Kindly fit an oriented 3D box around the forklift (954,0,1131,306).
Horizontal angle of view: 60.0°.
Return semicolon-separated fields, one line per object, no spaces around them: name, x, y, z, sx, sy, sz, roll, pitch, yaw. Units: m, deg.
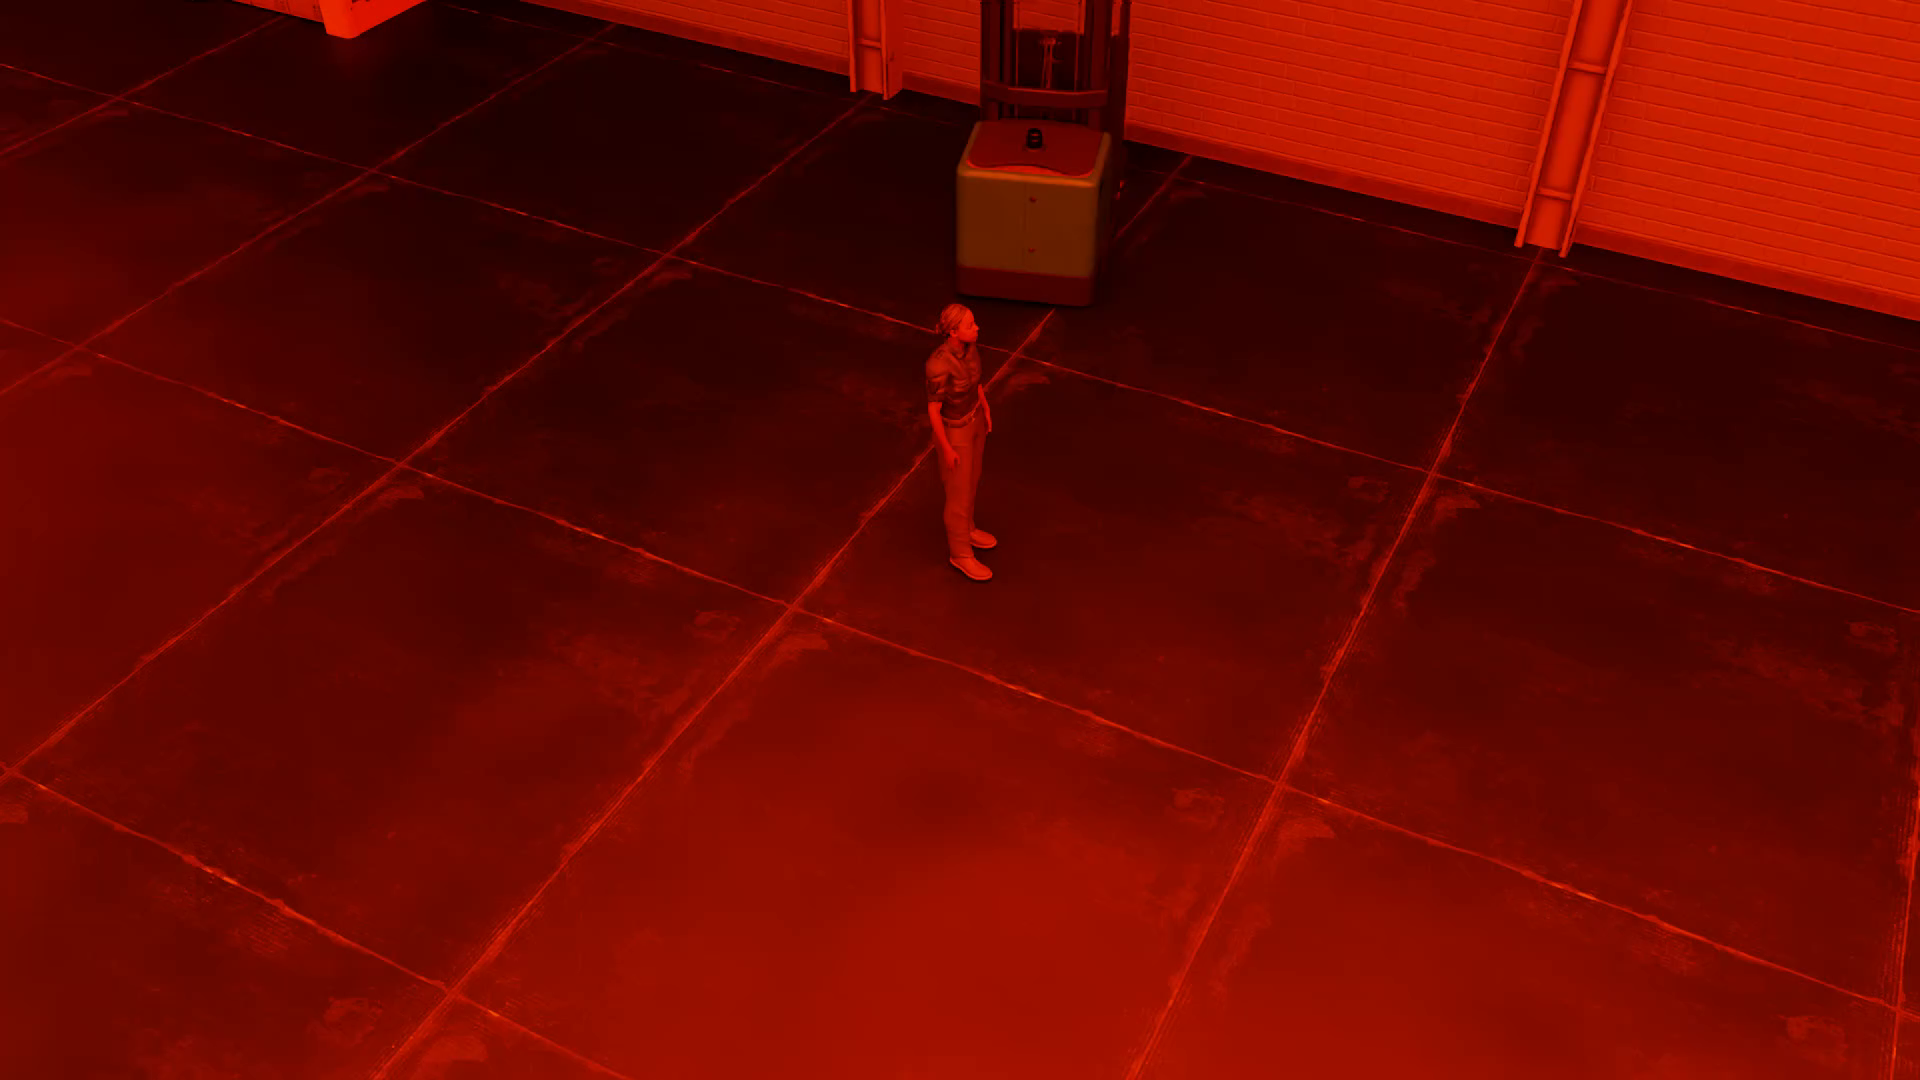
forklift;0.742;-3.787;12.482;1.130;2.935;3.031;7;41;8

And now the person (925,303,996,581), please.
person;0.069;-0.601;9.680;0.503;1.656;0.570;18;43;21
